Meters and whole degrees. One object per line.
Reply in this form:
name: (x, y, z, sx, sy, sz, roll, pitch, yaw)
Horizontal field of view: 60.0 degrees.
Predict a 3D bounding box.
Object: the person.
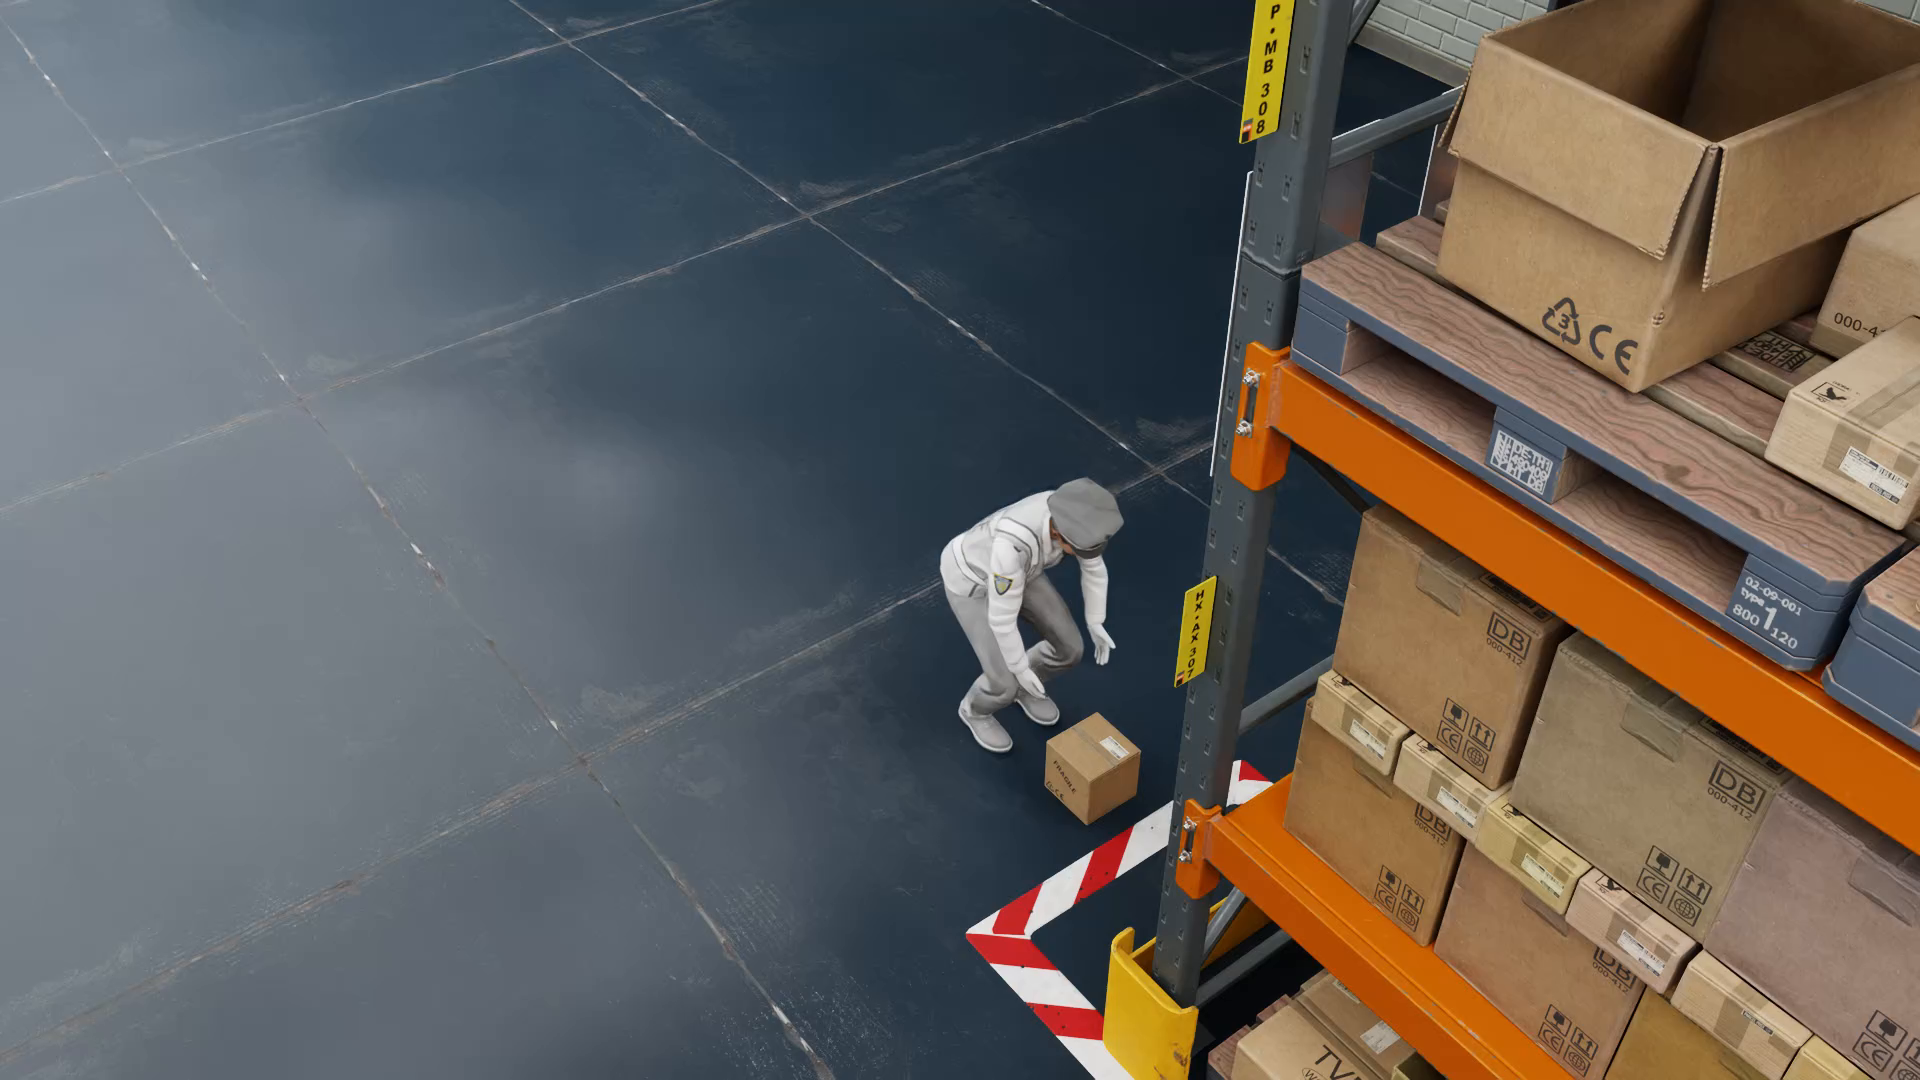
person: (0.270, 0.234, 6.154, 0.534, 1.320, 0.739, -26, 47, -27)
